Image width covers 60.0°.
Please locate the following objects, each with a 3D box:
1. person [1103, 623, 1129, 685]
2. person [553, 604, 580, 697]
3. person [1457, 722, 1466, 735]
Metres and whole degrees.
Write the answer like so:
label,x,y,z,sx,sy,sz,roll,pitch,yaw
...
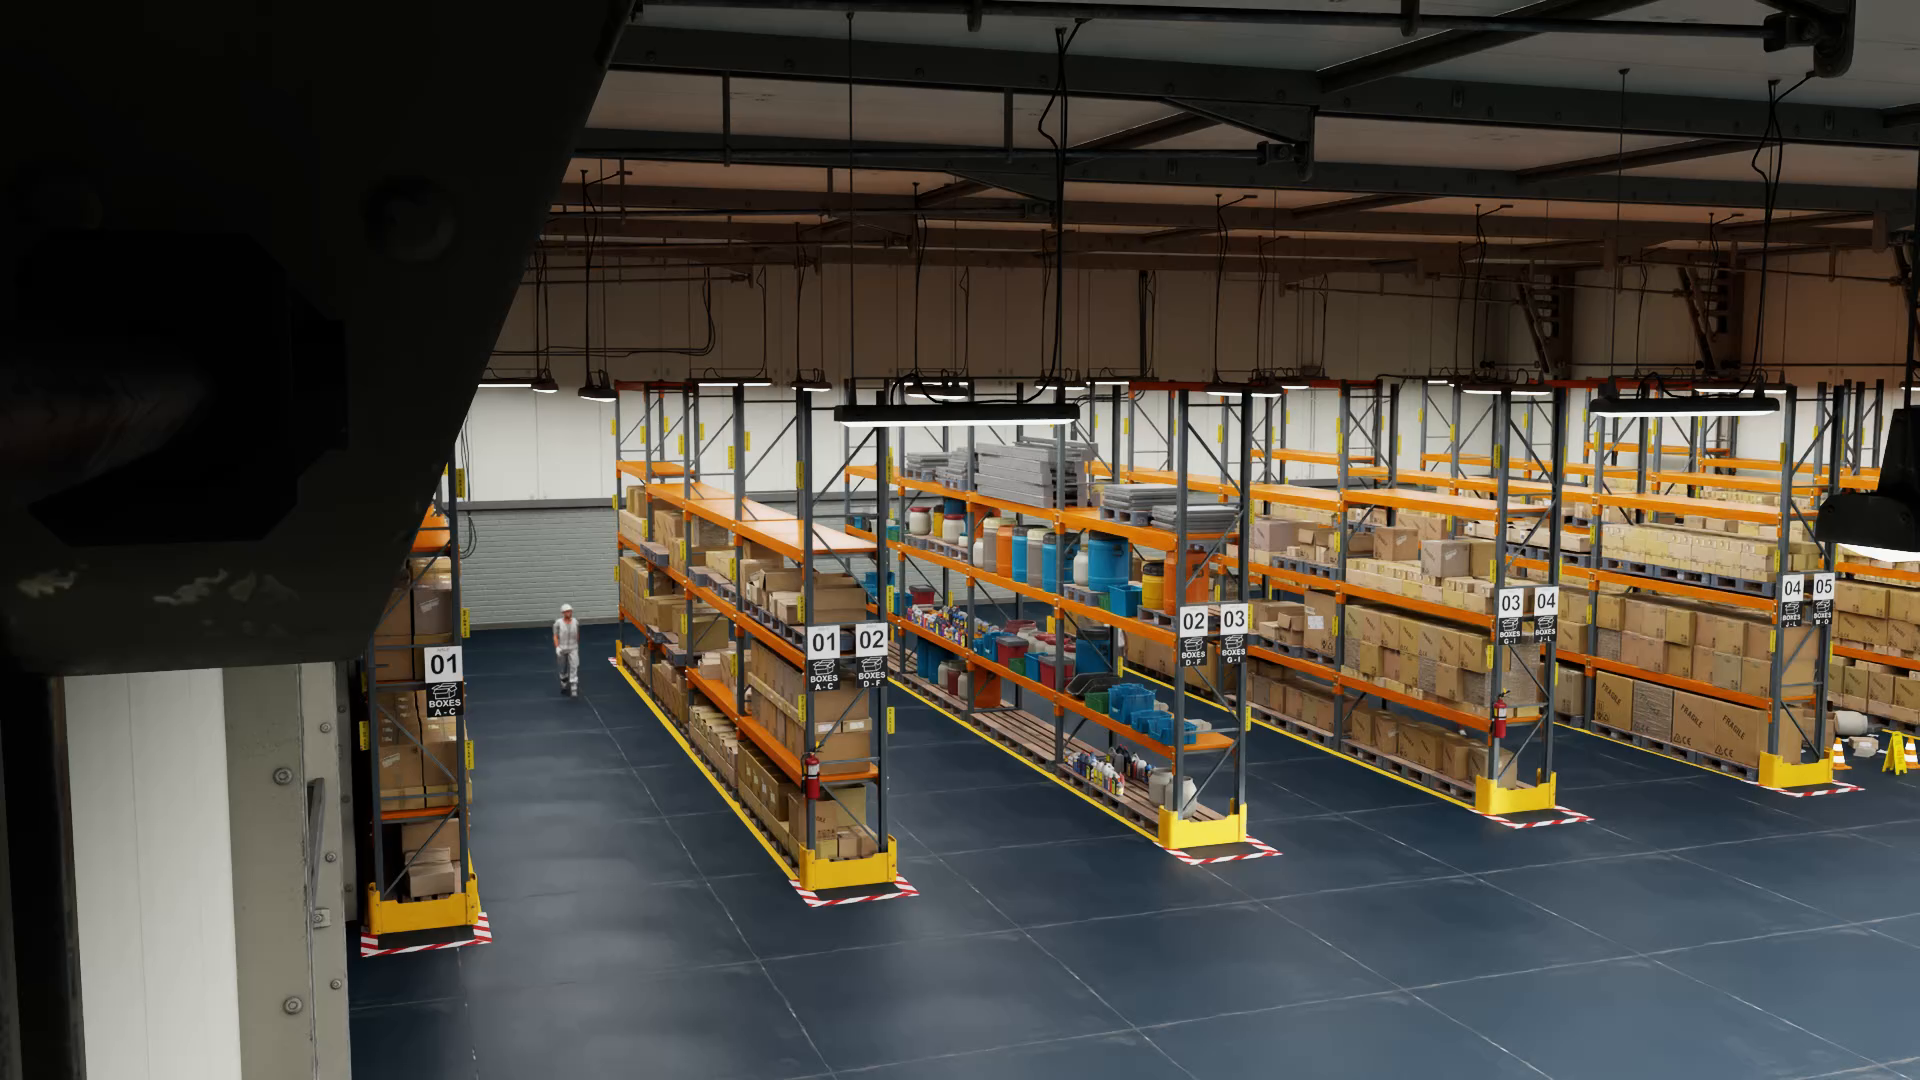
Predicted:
label,x,y,z,sx,sy,sz,roll,pitch,yaw
person,3.046,2.075,32.388,0.462,1.633,0.947,-1,6,-10
person,-7.514,2.087,31.785,0.512,1.722,1.063,-2,6,-17
person,8.594,2.496,28.642,0.508,1.645,0.647,0,6,2
